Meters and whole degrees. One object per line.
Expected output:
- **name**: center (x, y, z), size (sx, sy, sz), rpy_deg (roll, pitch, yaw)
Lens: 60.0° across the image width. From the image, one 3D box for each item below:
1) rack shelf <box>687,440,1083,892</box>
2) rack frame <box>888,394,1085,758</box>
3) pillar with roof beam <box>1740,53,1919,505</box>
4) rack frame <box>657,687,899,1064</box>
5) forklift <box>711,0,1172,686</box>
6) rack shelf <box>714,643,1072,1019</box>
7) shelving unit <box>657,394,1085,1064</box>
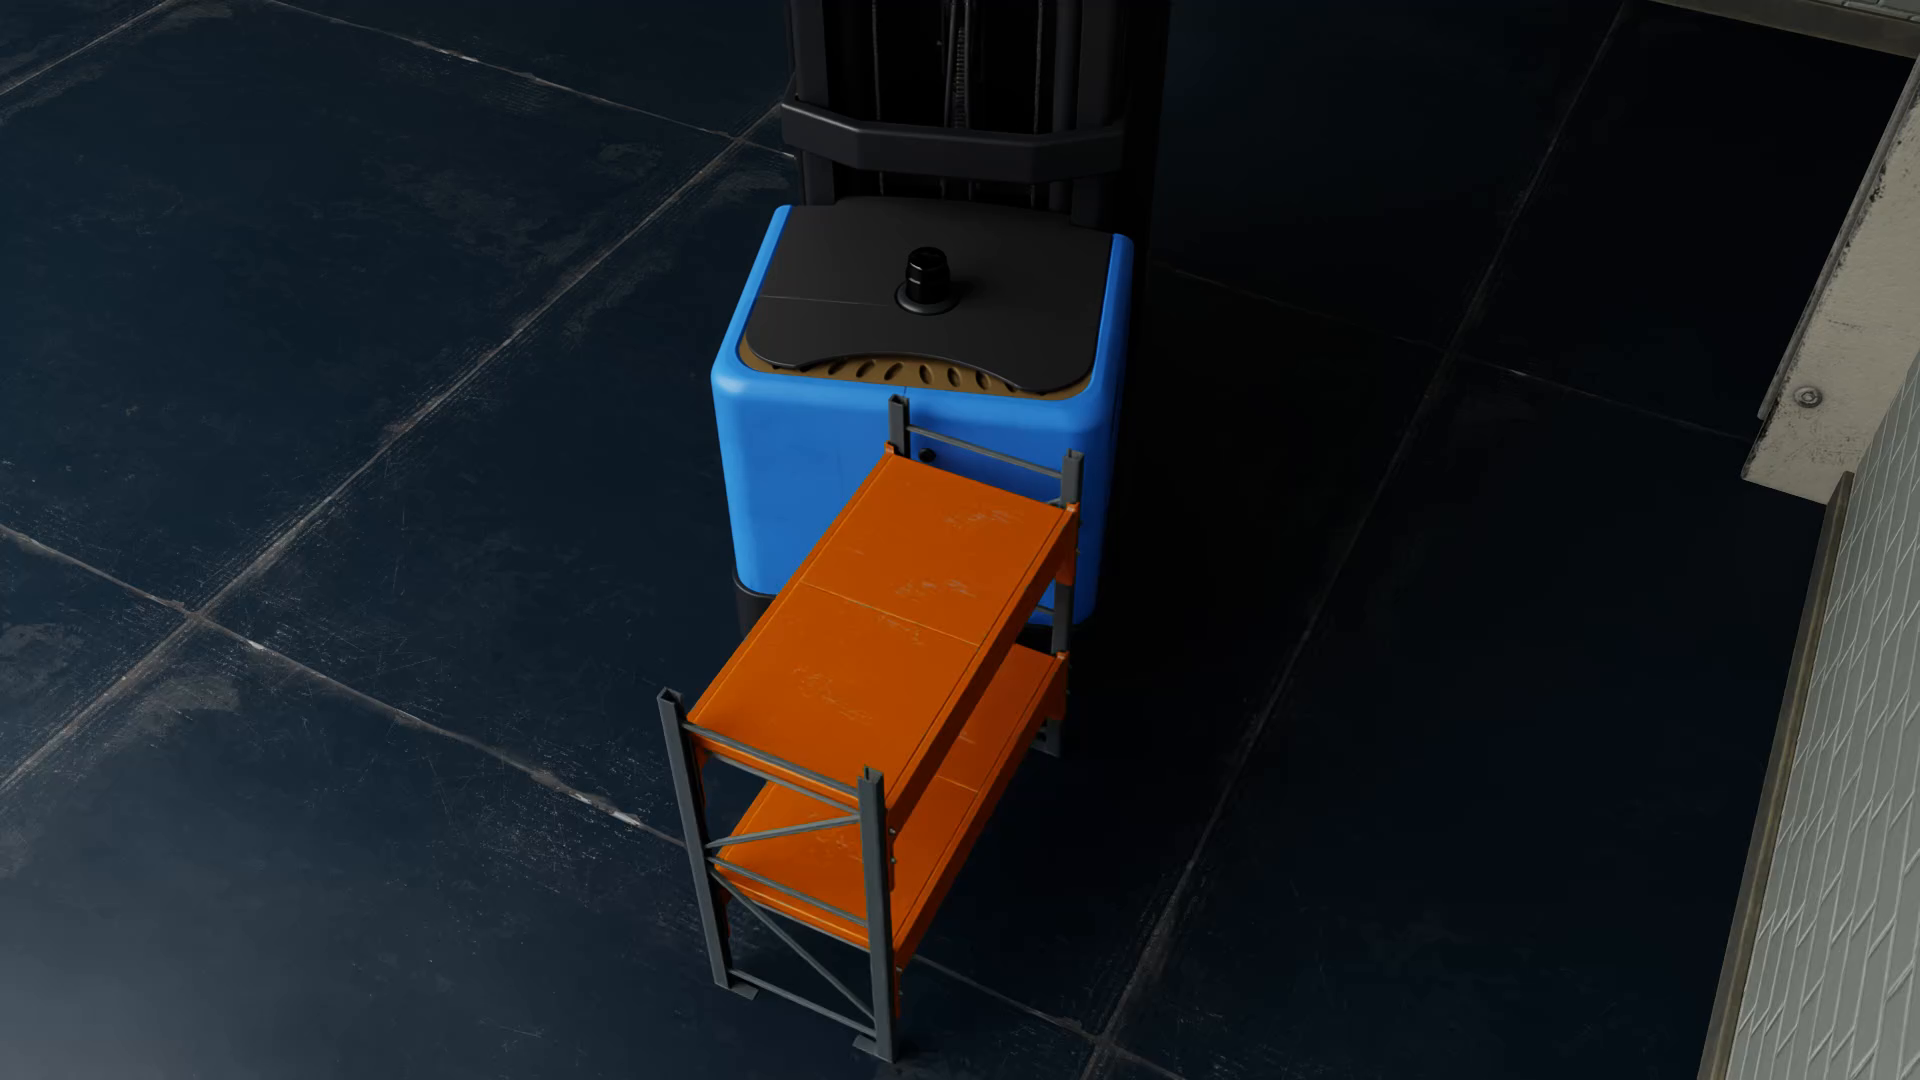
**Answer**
- **rack shelf**: center (-0.161, 0.248, 3.802), size (0.538, 0.278, 1.000), rpy_deg (19, 48, 18)
- **rack frame**: center (0.058, 0.128, 4.333), size (0.500, 1.125, 0.032), rpy_deg (19, 48, 18)
- **pillar with roof beam**: center (-1.028, -4.862, 3.728), size (9.100, 9.000, 0.400), rpy_deg (20, 49, 19)
- **rack frame**: center (-0.380, 0.780, 3.688), size (0.500, 1.125, 0.032), rpy_deg (19, 48, 18)
- **forklift**: center (0.084, -1.672, 4.842), size (1.130, 2.935, 3.031), rpy_deg (6, 46, 6)
- **rack shelf**: center (-0.161, 0.626, 4.185), size (0.538, 0.278, 1.000), rpy_deg (19, 48, 18)
- **shelving unit**: center (-0.161, 0.454, 4.011), size (0.538, 1.125, 1.048), rpy_deg (19, 48, 18)
